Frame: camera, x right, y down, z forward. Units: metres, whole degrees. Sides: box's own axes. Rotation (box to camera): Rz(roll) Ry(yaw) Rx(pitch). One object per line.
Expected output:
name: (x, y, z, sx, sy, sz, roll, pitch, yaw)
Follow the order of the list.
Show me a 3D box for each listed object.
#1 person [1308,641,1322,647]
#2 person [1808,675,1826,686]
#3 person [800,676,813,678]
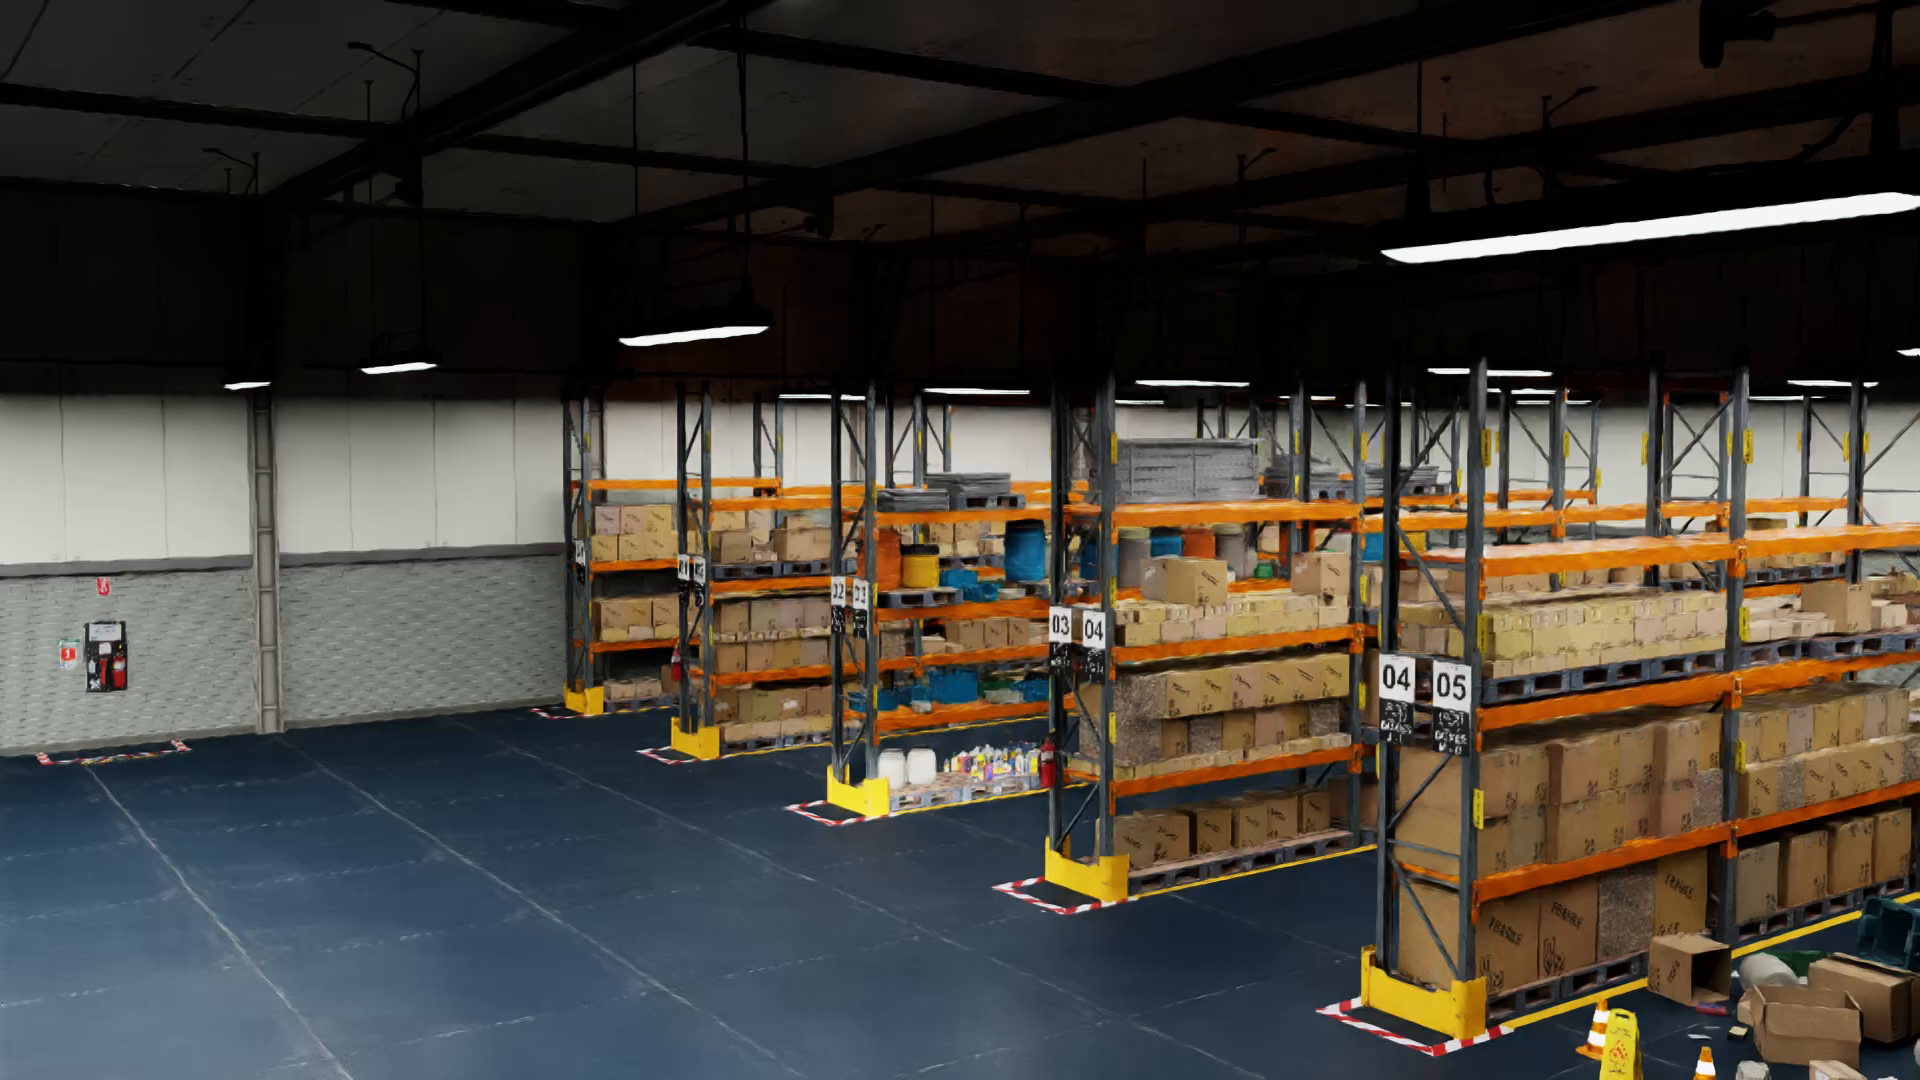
person: (6.724, 2.261, 31.864, 1.115, 1.698, 0.543, -2, 4, -33)
person: (12.812, 2.765, 24.839, 0.496, 1.627, 0.639, -3, 5, -37)
person: (-2.784, 2.381, 30.117, 0.432, 1.677, 0.499, 2, 4, 24)
